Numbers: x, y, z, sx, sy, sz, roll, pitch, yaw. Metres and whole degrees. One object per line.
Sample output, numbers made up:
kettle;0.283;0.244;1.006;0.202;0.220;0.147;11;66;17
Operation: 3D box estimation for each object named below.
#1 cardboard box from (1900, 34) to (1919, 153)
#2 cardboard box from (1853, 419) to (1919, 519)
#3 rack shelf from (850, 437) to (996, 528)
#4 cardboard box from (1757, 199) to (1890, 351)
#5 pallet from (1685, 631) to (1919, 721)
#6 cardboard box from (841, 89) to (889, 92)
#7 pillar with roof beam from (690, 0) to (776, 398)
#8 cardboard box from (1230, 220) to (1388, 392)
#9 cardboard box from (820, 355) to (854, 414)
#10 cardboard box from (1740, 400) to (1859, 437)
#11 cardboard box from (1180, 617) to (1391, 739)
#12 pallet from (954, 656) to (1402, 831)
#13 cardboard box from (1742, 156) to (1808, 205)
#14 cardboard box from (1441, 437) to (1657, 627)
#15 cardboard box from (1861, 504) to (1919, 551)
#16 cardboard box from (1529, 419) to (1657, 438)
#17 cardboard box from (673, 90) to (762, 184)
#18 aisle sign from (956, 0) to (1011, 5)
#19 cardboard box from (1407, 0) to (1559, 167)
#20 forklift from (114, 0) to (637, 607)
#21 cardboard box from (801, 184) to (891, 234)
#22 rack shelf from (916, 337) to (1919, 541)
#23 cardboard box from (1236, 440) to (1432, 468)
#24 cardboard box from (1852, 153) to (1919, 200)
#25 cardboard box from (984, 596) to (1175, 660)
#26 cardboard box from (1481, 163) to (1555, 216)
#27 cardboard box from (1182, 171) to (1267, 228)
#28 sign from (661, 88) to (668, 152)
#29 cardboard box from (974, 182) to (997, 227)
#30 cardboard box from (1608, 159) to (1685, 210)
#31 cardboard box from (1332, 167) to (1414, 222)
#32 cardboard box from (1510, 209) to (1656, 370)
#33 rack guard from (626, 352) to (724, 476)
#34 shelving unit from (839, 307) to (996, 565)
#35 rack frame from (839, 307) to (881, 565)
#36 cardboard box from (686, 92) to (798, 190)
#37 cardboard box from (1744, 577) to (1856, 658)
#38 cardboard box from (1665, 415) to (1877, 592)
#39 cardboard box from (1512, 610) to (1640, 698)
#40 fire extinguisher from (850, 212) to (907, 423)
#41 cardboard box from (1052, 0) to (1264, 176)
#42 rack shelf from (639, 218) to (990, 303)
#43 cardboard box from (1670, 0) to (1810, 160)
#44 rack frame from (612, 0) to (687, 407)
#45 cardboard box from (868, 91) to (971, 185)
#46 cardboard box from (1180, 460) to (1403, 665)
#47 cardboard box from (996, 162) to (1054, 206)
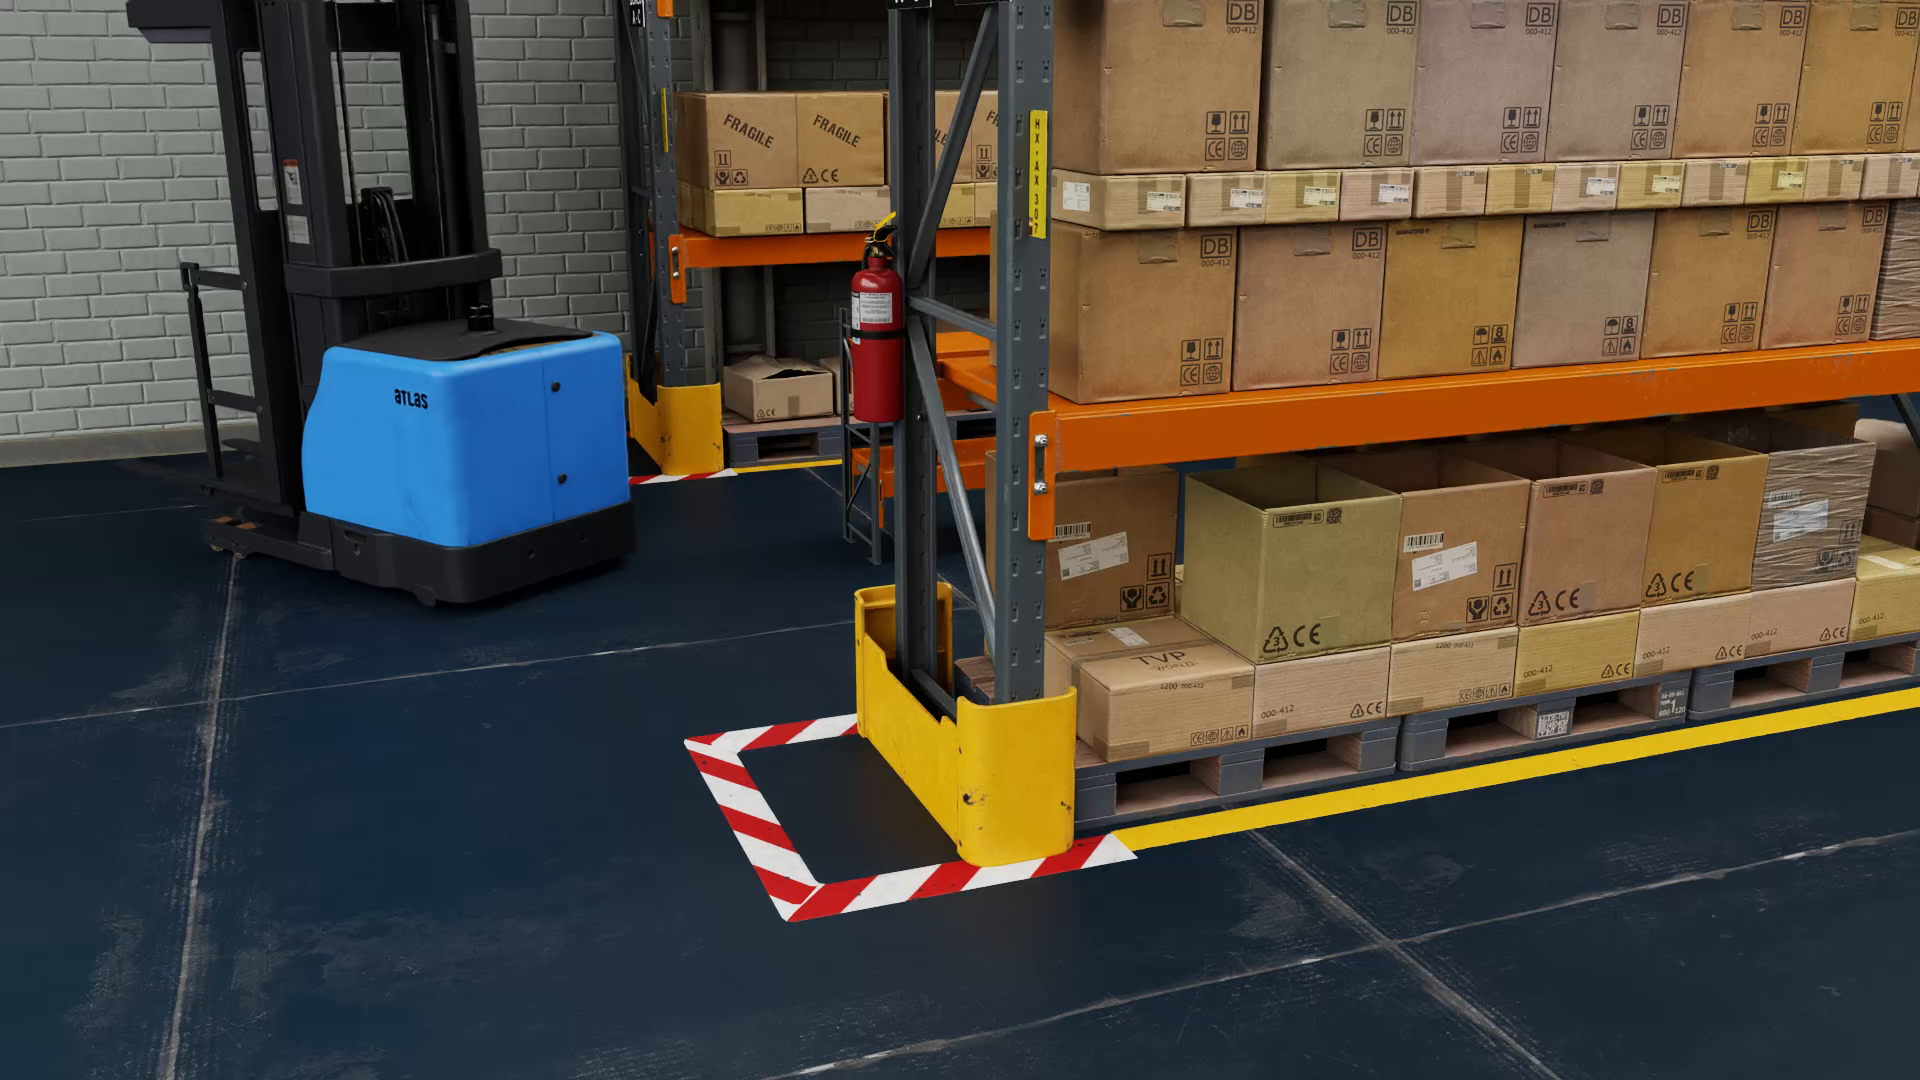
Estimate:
cardboard box;3.335;-1.680;6.017;0.500;0.500;0.700;-6;17;-20
cardboard box;4.022;-0.324;7.017;0.500;0.311;0.500;-6;17;-20
rack shelf;0.006;-0.306;8.011;1.000;0.278;0.538;-6;17;-20
cardboard box;2.844;-1.003;6.013;0.500;0.500;0.700;-6;18;-21
pallet;2.989;0.351;6.529;1.213;0.211;1.003;-6;17;-20
cardboard box;-0.445;-2.458;10.045;0.500;0.500;0.500;-7;18;-22
pillar with roof beam;0.120;-4.000;5.748;0.400;9.000;9.100;-6;17;-20
cardboard box;0.941;-0.799;5.318;0.500;0.500;0.700;-6;17;-19
cardboard box;-0.554;-0.981;10.105;0.500;0.311;0.500;-5;17;-15
cardboard box;3.202;-0.334;6.715;0.500;0.500;0.500;-6;17;-20
cardboard box;1.058;0.418;5.486;0.500;0.250;0.500;-6;17;-20
pallet;0.711;0.597;5.691;1.213;0.211;1.003;-6;17;-20
cardboard box;2.619;-1.230;5.633;0.250;0.149;0.380;-6;17;-20
cardboard box;1.994;-0.041;5.718;0.500;0.500;0.500;-6;17;-20
cardboard box;4.030;-0.057;7.102;0.500;0.250;0.500;-6;18;-21
cardboard box;2.268;-0.233;6.372;0.500;0.500;0.500;-6;17;-20
cardboard box;-1.400;-2.357;9.700;0.500;0.500;0.500;-6;18;-21
aisle sign;0.060;-1.813;4.335;0.004;0.787;0.394;-6;17;-20
cardboard box;1.461;-1.478;5.328;0.500;0.500;0.700;-6;17;-20
forklift;-2.995;-1.428;7.758;3.031;2.935;1.130;11;20;34
cardboard box;-0.715;-1.915;9.528;0.500;0.250;0.500;-7;18;-22
rack shelf;1.879;-0.509;5.786;4.000;0.370;1.077;-6;17;-20
cardboard box;1.334;-0.132;6.028;0.500;0.500;0.500;-6;17;-20
cardboard box;3.094;-1.280;5.805;0.250;0.149;0.380;-7;18;-22
cardboard box;0.407;0.333;5.775;0.500;0.250;0.500;-6;17;-20
cardboard box;1.657;-1.125;5.278;0.250;0.149;0.380;-6;18;-21
cardboard box;0.701;-1.022;4.928;0.250;0.149;0.380;-7;18;-22
sign;-1.570;-2.229;8.827;0.005;0.325;0.100;-6;17;-20
cardboard box;0.235;-2.016;9.869;0.500;0.250;0.500;-6;17;-20
cardboard box;2.136;-1.177;5.452;0.250;0.149;0.380;-6;17;-18
cardboard box;1.171;-1.072;5.097;0.250;0.149;0.380;-6;18;-21
cardboard box;1.897;-0.901;5.667;0.500;0.500;0.700;-6;17;-18
rack guard;-1.693;-0.764;9.814;0.348;0.500;1.175;-6;17;-20
shelving unit;0.006;-0.540;7.942;1.048;1.125;0.538;-6;17;-20
rack frame;-0.468;-0.489;7.768;0.032;1.125;0.500;-6;17;-20
cardboard box;-1.211;-2.222;9.242;0.500;0.500;0.500;-6;17;-20
cardboard box;2.922;0.214;6.182;0.500;0.250;0.500;-6;17;-20
cardboard box;2.921;-0.147;6.078;0.500;0.500;0.500;-6;17;-20
cardboard box;1.993;0.318;5.825;0.500;0.250;0.500;-6;17;-20
fire extinguisher;-0.265;-0.726;5.385;0.183;0.674;0.296;-6;17;-20
cardboard box;0.502;-1.372;4.968;0.500;0.500;0.700;-6;17;-20
rack shelf;0.103;-1.812;10.223;4.000;0.370;1.077;-6;17;-20
cardboard box;2.395;-1.579;5.671;0.500;0.500;0.700;-6;17;-20
rack frame;-1.764;-1.956;9.435;0.127;3.000;1.000;-6;17;-20
cardboard box;-0.261;-2.320;9.575;0.500;0.500;0.500;-7;18;-22
cardboard box;1.058;0.059;5.379;0.500;0.500;0.500;-6;17;-20
cardboard box;0.300;-1.101;5.195;0.250;0.149;0.380;-6;18;-21
